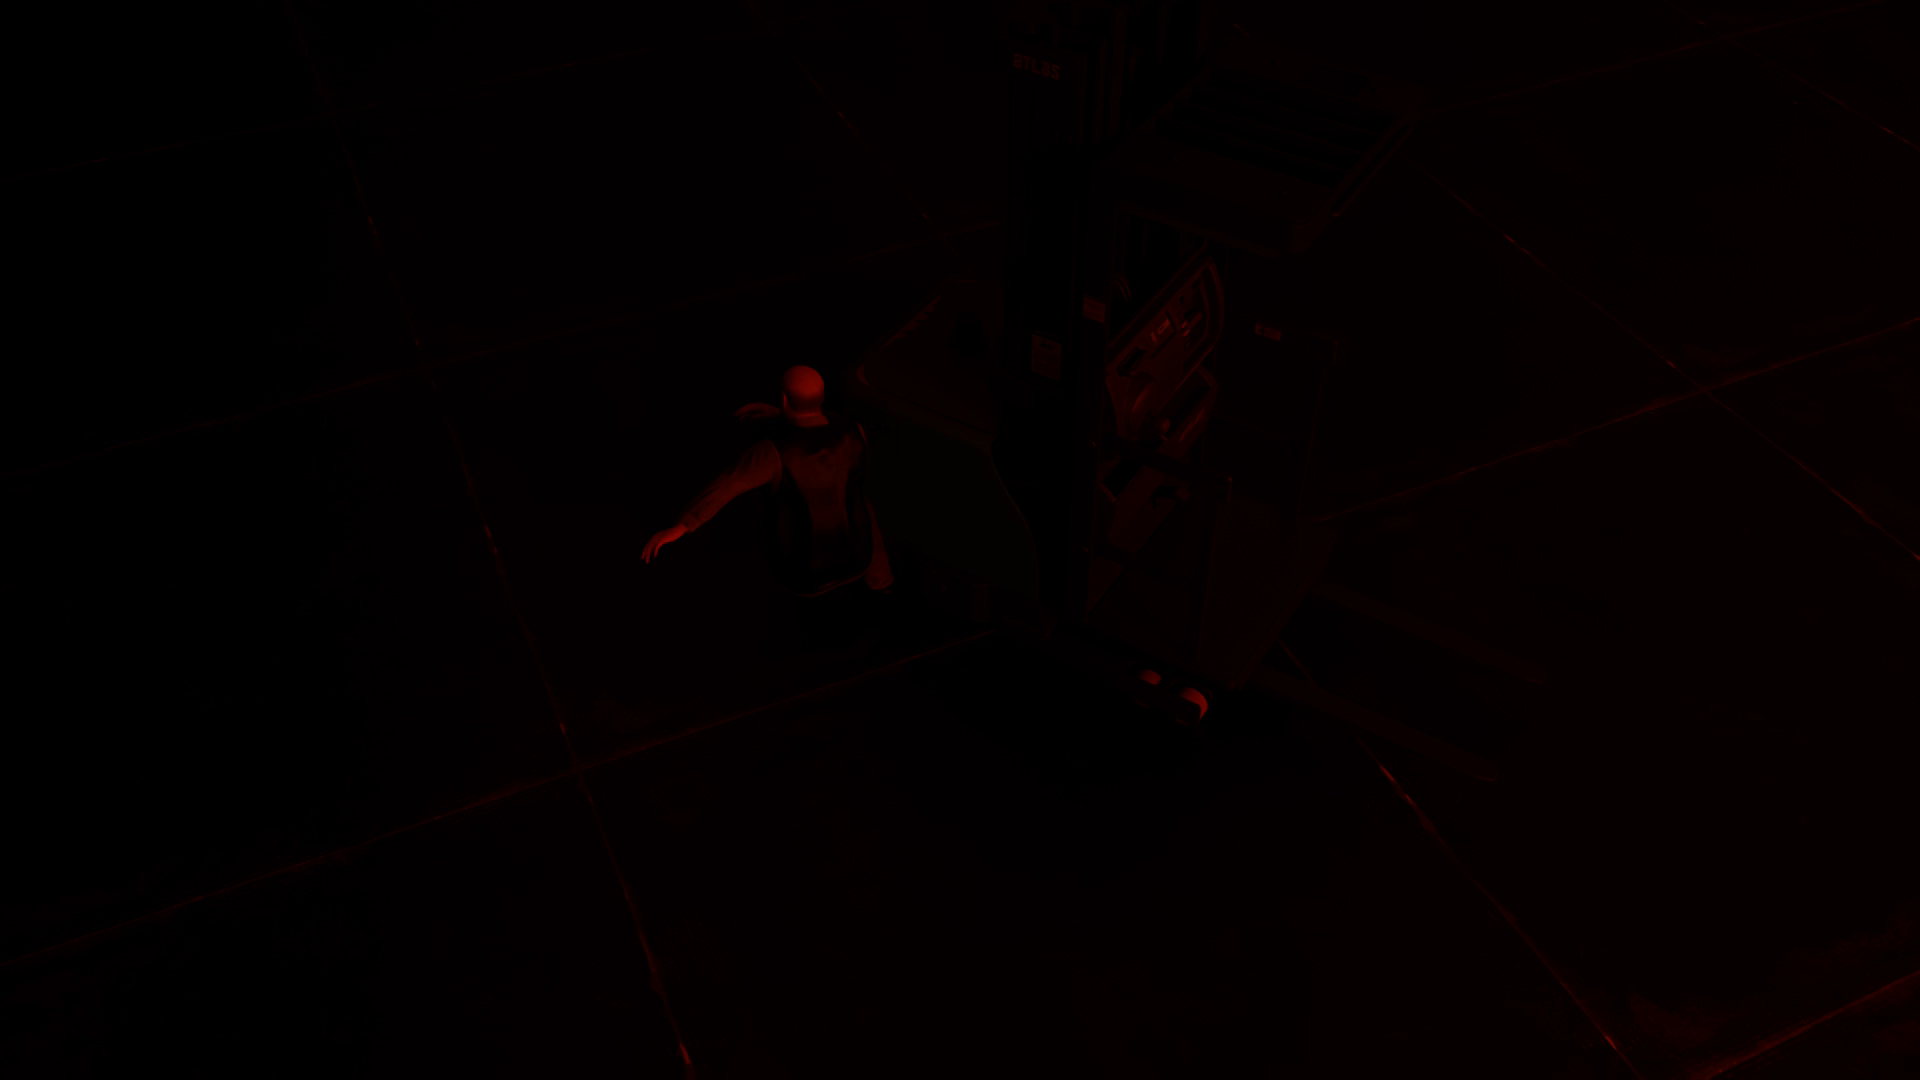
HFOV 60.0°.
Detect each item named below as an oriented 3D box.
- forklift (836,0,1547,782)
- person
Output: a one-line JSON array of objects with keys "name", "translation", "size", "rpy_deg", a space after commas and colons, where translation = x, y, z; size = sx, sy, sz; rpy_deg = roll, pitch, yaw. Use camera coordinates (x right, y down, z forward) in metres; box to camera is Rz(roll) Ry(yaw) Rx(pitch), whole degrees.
[{"name": "forklift", "translation": [0.982, -0.709, 6.440], "size": [3.031, 2.935, 1.130], "rpy_deg": [23, 48, 23]}, {"name": "person", "translation": [-0.779, -0.070, 6.914], "size": [1.278, 1.406, 0.839], "rpy_deg": [-18, 46, -18]}]
